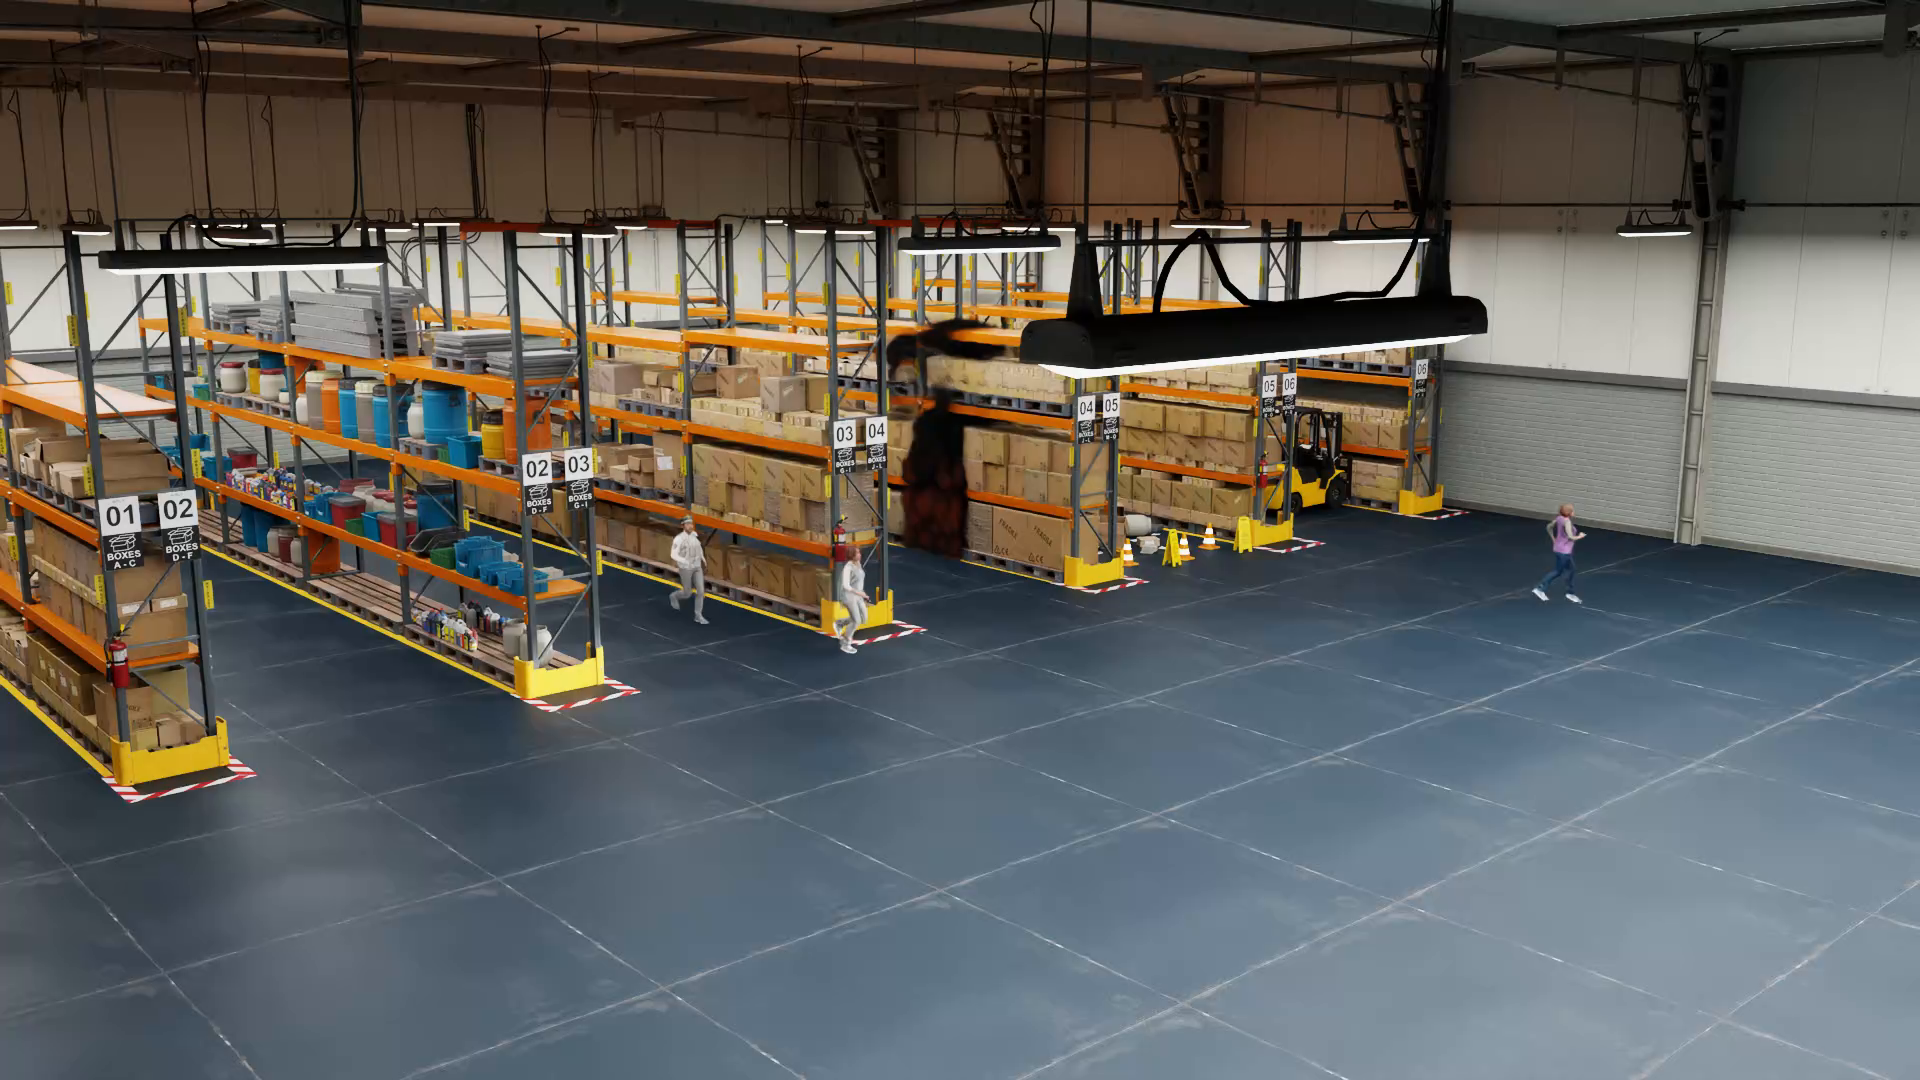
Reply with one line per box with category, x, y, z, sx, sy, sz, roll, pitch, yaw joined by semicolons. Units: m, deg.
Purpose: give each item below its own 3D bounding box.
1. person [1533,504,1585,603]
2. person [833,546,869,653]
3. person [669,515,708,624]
person;9.635;0.265;26.680;0.778;1.533;0.565;2;12;8
person;-1.548;0.840;23.834;0.605;1.567;0.571;4;12;17
person;-4.157;0.426;25.596;0.632;1.670;0.842;-11;16;-43
